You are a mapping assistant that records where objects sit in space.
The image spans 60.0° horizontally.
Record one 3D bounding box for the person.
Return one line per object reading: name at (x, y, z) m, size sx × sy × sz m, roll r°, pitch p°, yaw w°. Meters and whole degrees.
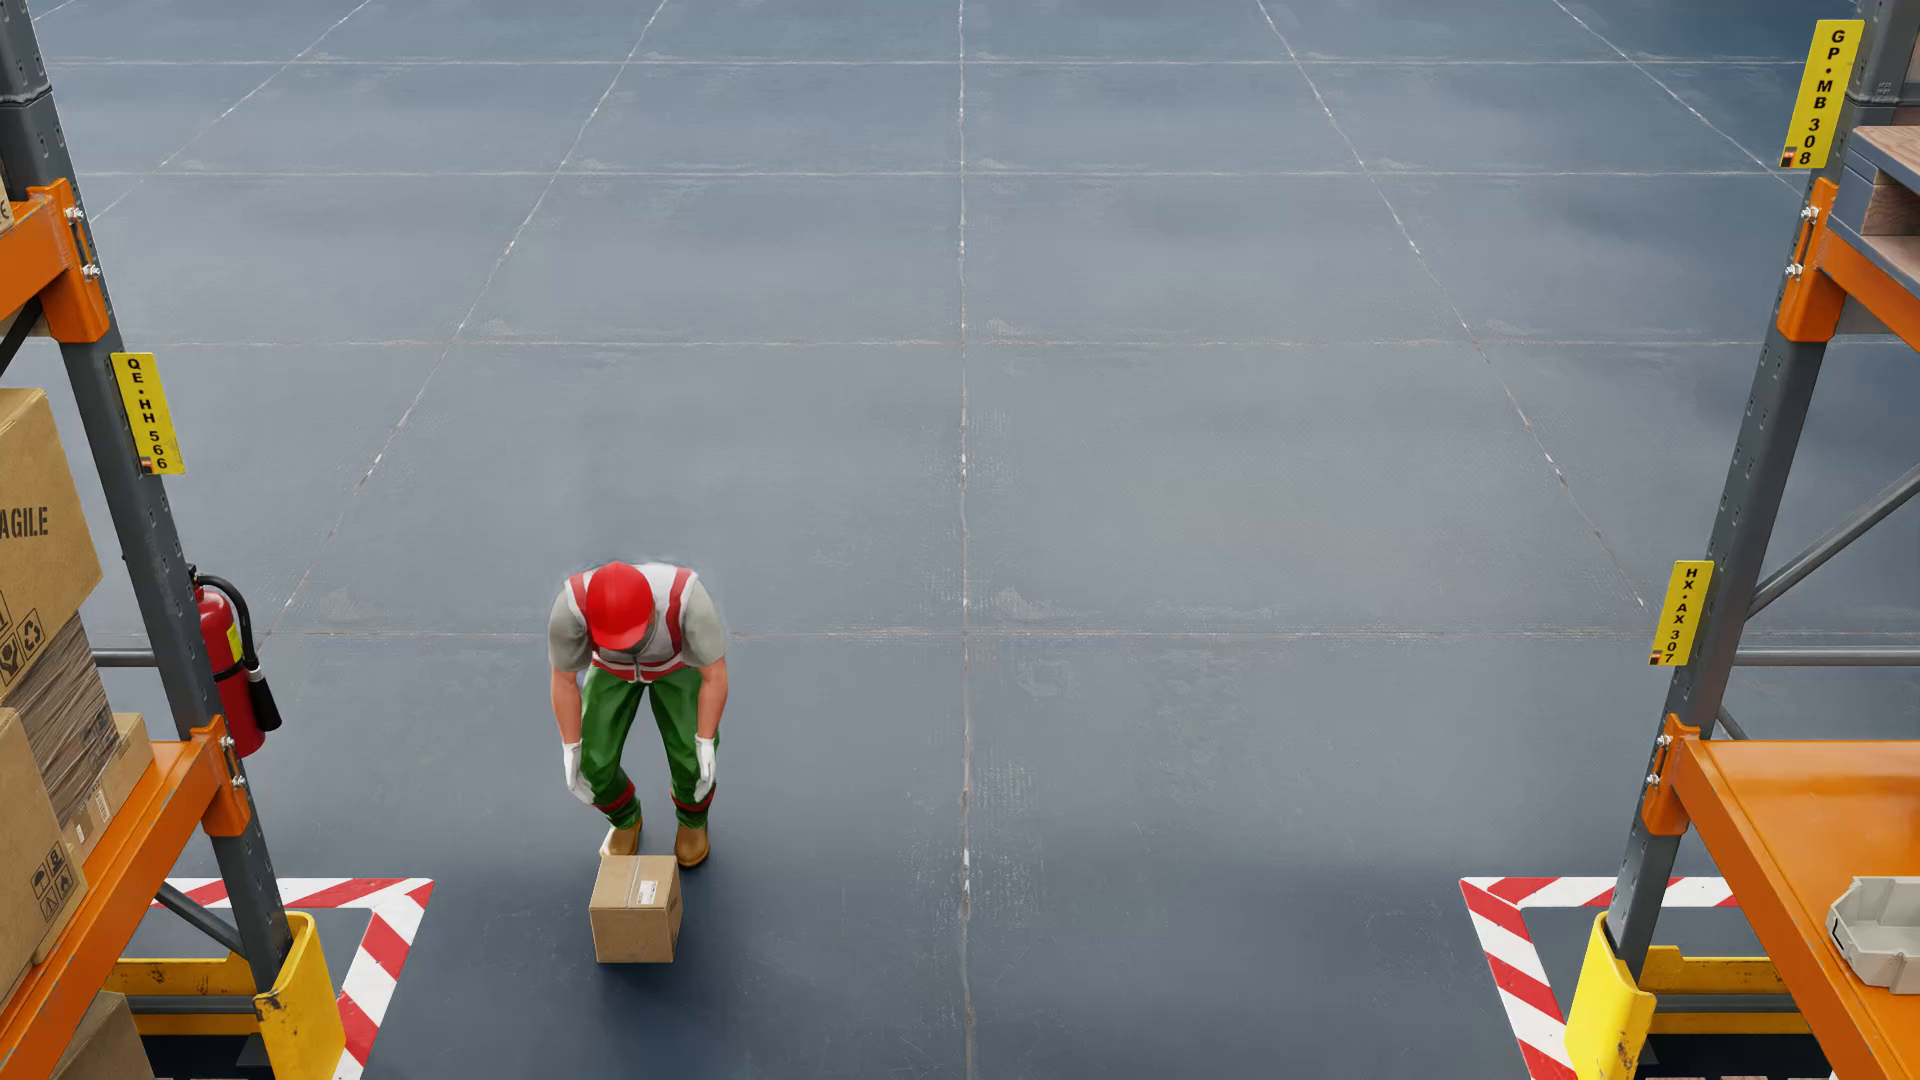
person at (-1.050, 0.541, 5.614) m, size 0.584 × 1.381 × 0.782 m, roll 0°, pitch 31°, yaw 0°
